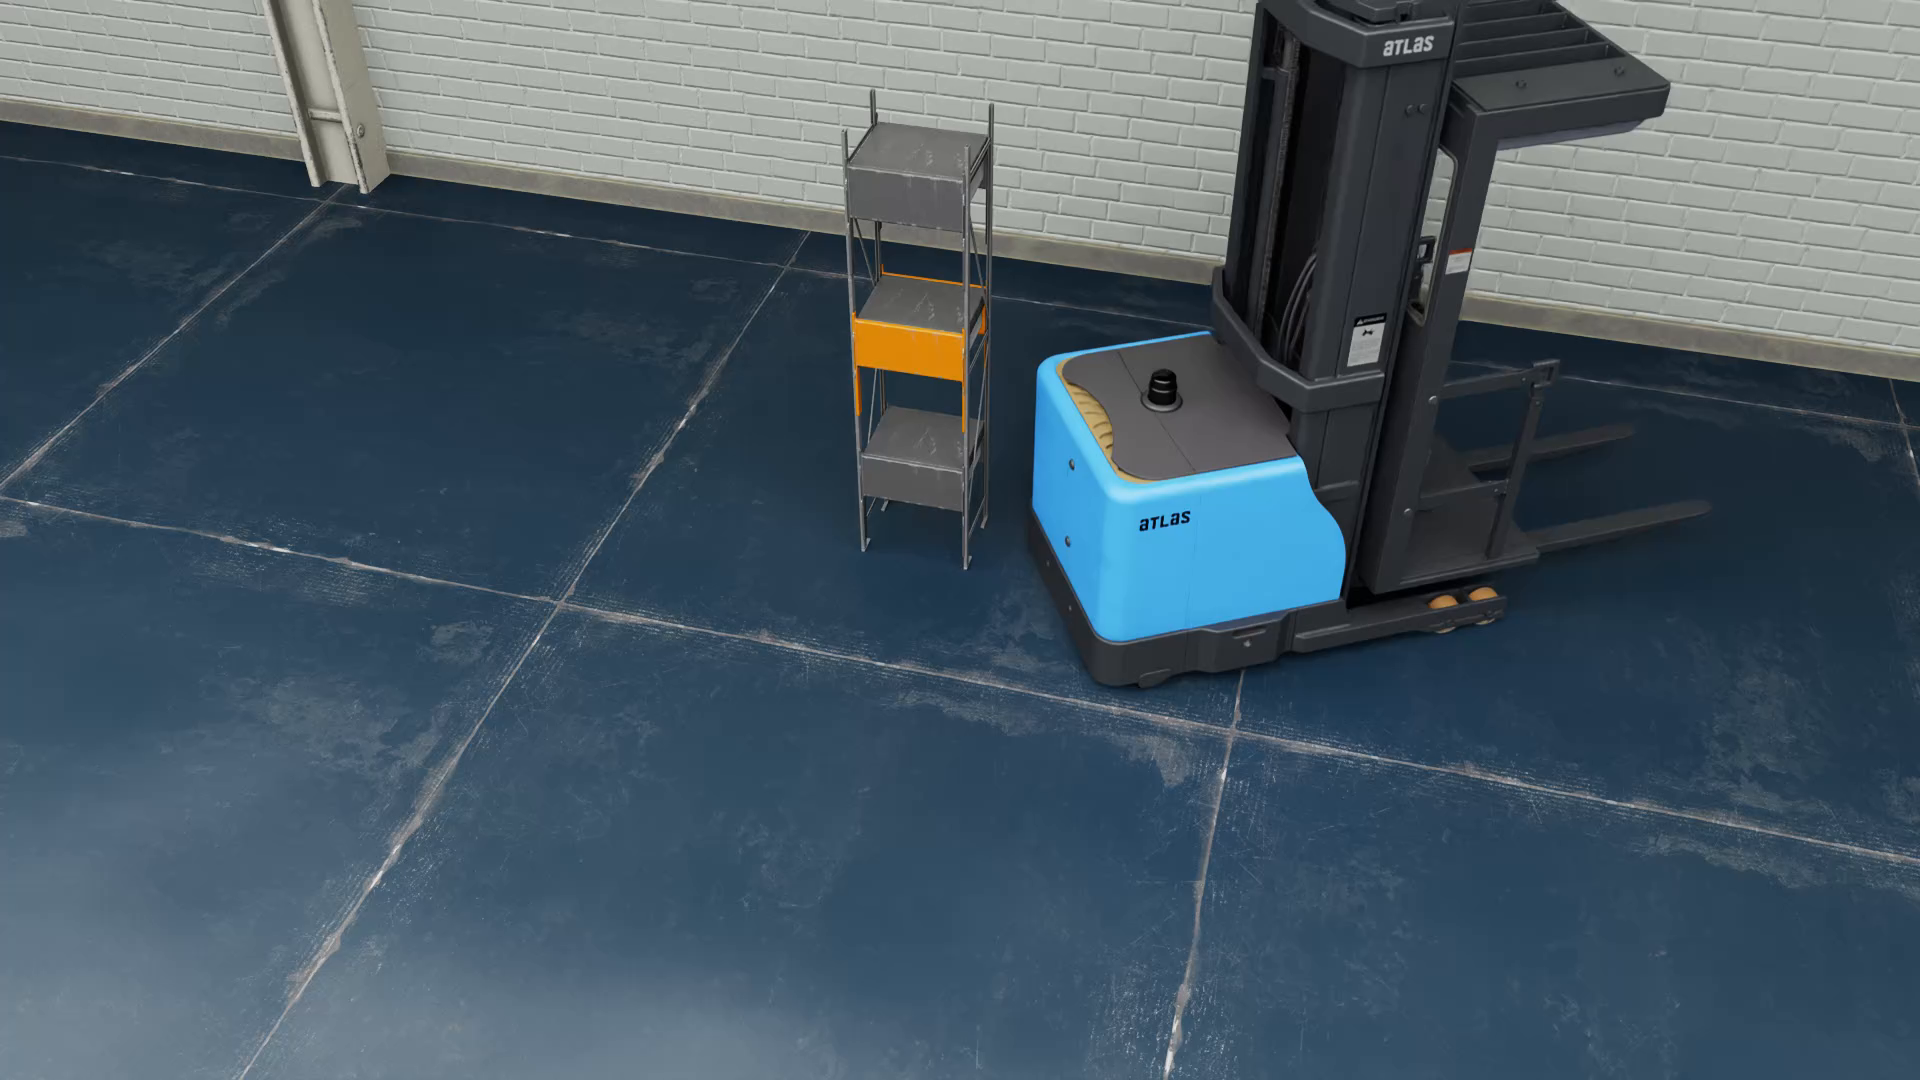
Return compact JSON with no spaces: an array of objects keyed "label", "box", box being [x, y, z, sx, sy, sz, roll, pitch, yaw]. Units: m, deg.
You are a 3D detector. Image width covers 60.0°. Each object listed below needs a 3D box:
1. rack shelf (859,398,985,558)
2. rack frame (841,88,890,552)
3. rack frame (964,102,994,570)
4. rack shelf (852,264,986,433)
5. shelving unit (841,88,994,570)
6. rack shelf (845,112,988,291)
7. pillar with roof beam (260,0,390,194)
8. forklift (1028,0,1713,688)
[{"label":"rack shelf","box":[-0.160,-0.285,7.566,0.480,0.518,0.431,10,41,11]},{"label":"rack frame","box":[-0.396,-0.872,7.156,0.015,2.100,0.400,10,41,11]},{"label":"rack frame","box":[0.076,-0.791,7.059,0.015,2.100,0.400,10,41,11]},{"label":"rack shelf","box":[-0.160,-0.821,7.116,0.480,0.518,0.431,10,41,11]},{"label":"shelving unit","box":[-0.160,-0.832,7.108,0.503,2.100,0.431,10,41,11]},{"label":"rack shelf","box":[-0.160,-1.357,6.666,0.480,0.518,0.431,10,41,11]},{"label":"pillar with roof beam","box":[-4.935,-3.047,4.381,0.400,9.000,9.100,10,41,11]},{"label":"forklift","box":[1.886,-1.034,6.702,3.031,2.935,1.130,-10,41,-12]}]
